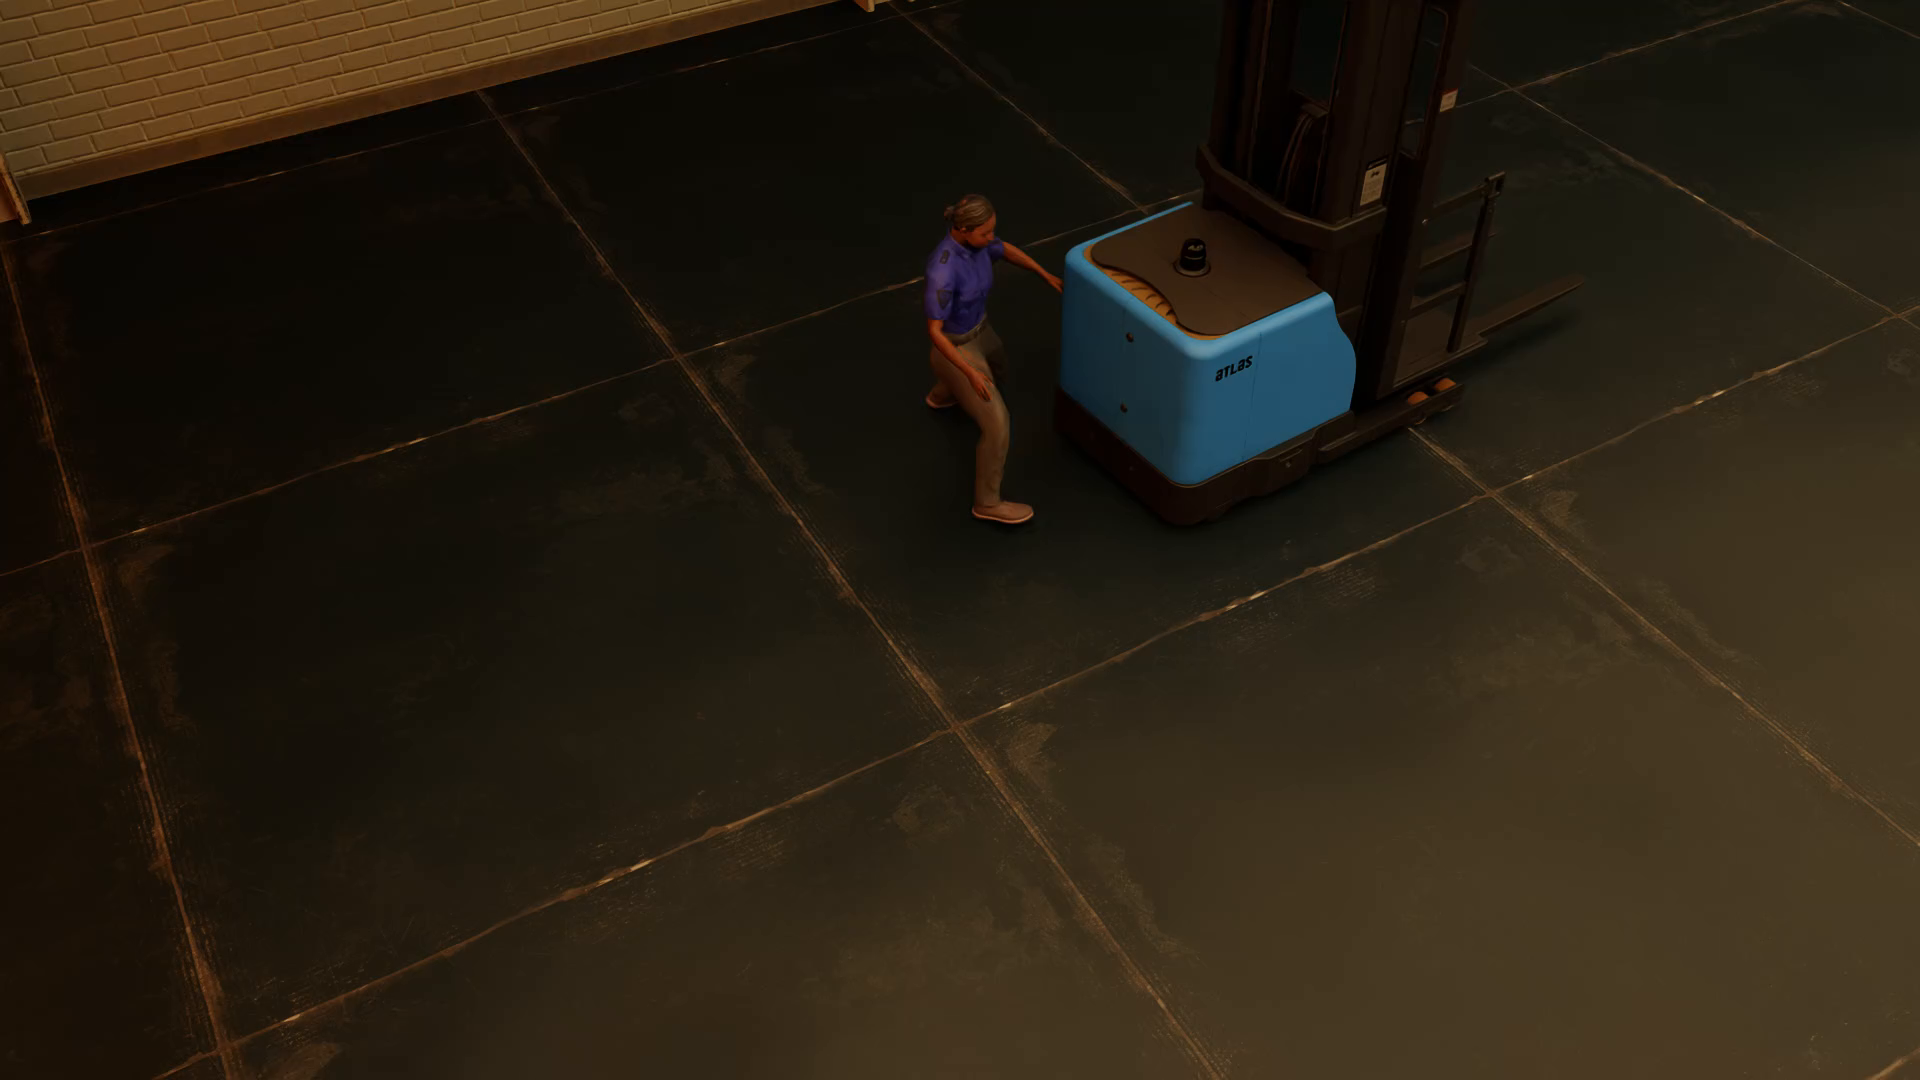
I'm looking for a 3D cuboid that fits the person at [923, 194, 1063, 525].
[{"bbox_3d":[0.108,-0.944,7.816,0.868,1.522,0.933,18,46,18],"label":"person"}]

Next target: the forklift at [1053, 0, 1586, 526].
[{"bbox_3d":[1.975,-1.937,7.787,3.031,2.935,1.130,-25,48,-25],"label":"forklift"}]
